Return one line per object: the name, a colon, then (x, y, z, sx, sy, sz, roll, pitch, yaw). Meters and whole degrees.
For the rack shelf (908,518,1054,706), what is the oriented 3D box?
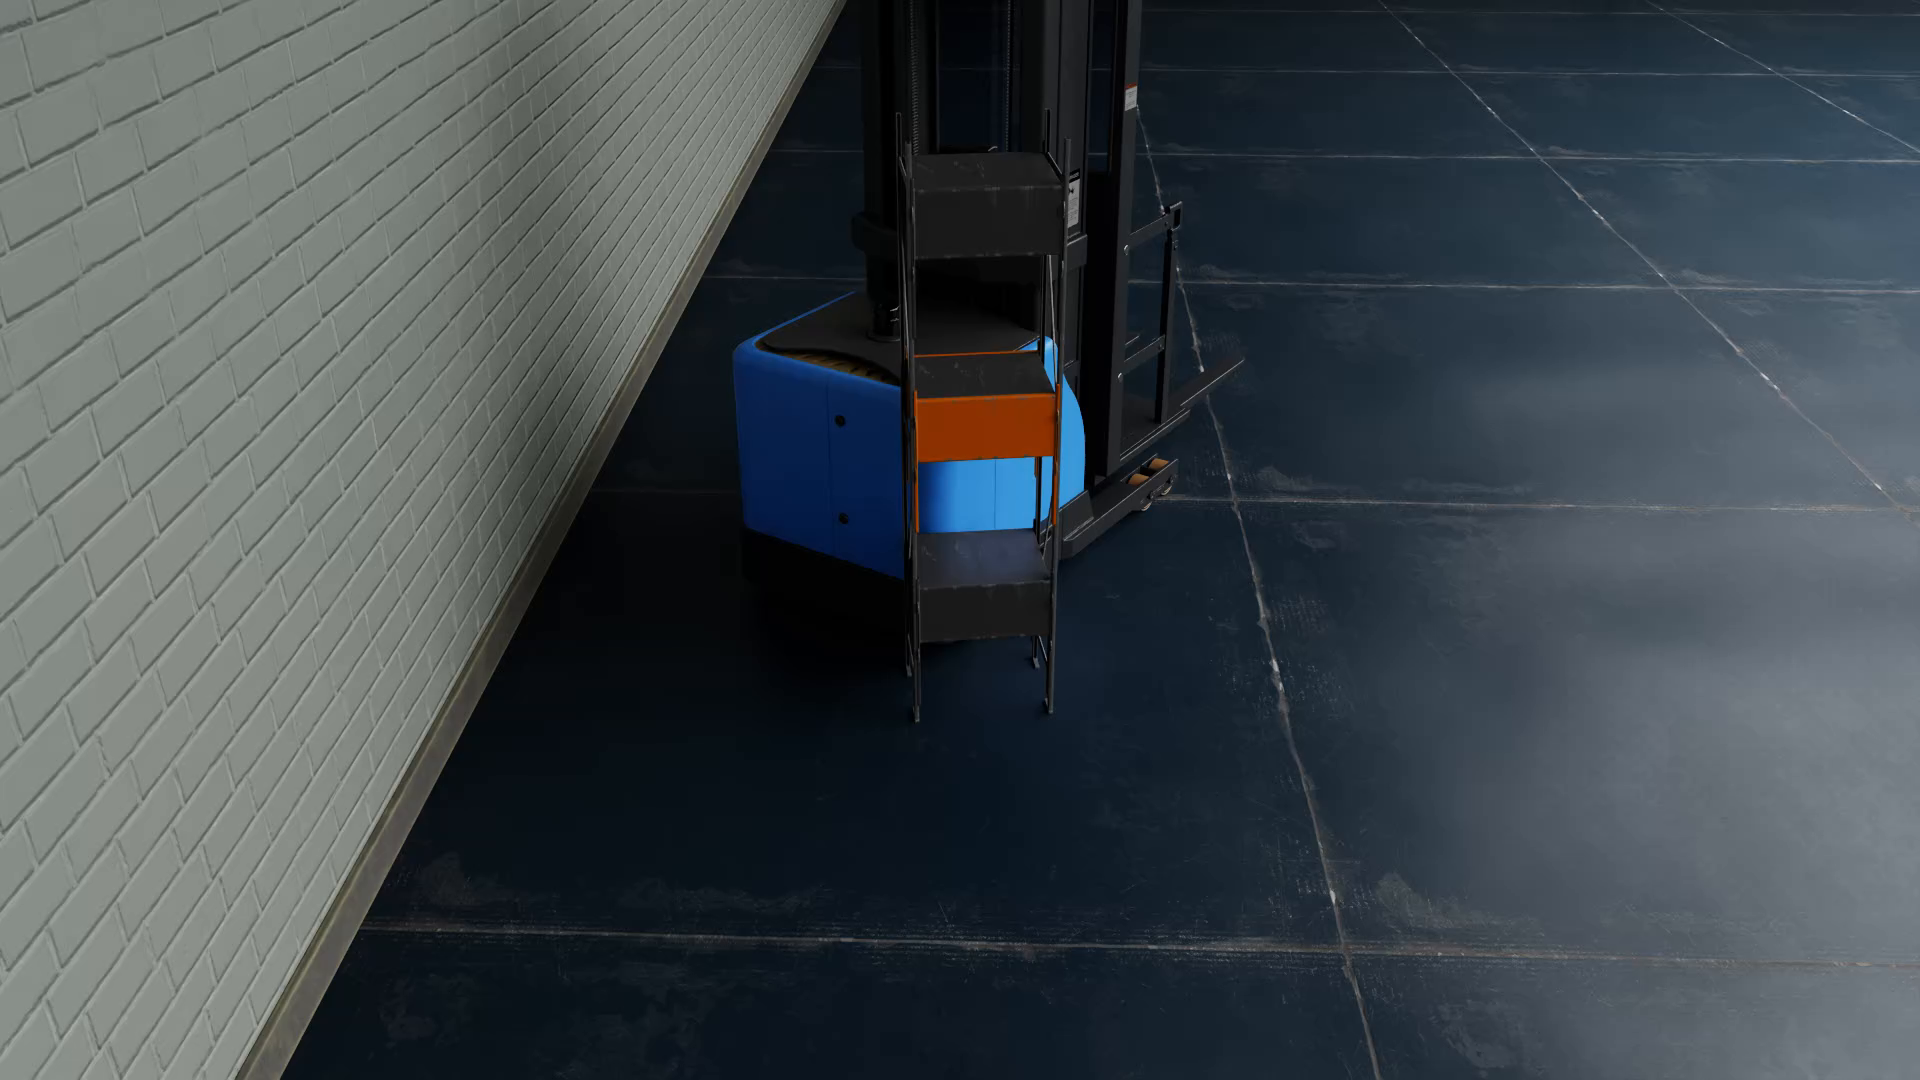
rack shelf: (0.065, 0.258, 6.046, 0.480, 0.518, 0.431, -3, 28, -6)

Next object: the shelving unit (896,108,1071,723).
shelving unit: (0.065, -0.373, 5.712, 0.503, 2.100, 0.431, -3, 28, -6)

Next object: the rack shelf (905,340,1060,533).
rack shelf: (0.065, -0.361, 5.718, 0.480, 0.518, 0.431, -3, 28, -6)

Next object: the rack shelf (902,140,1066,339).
rack shelf: (0.065, -0.979, 5.390, 0.480, 0.518, 0.431, -3, 28, -6)

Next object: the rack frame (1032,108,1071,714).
rack frame: (0.307, -0.386, 5.737, 0.015, 2.100, 0.400, -3, 28, -6)

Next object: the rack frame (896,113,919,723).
rack frame: (-0.178, -0.360, 5.687, 0.015, 2.100, 0.400, -3, 28, -6)

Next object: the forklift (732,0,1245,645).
forklift: (0.346, -1.537, 7.020, 1.130, 2.935, 3.031, 17, 33, 29)
